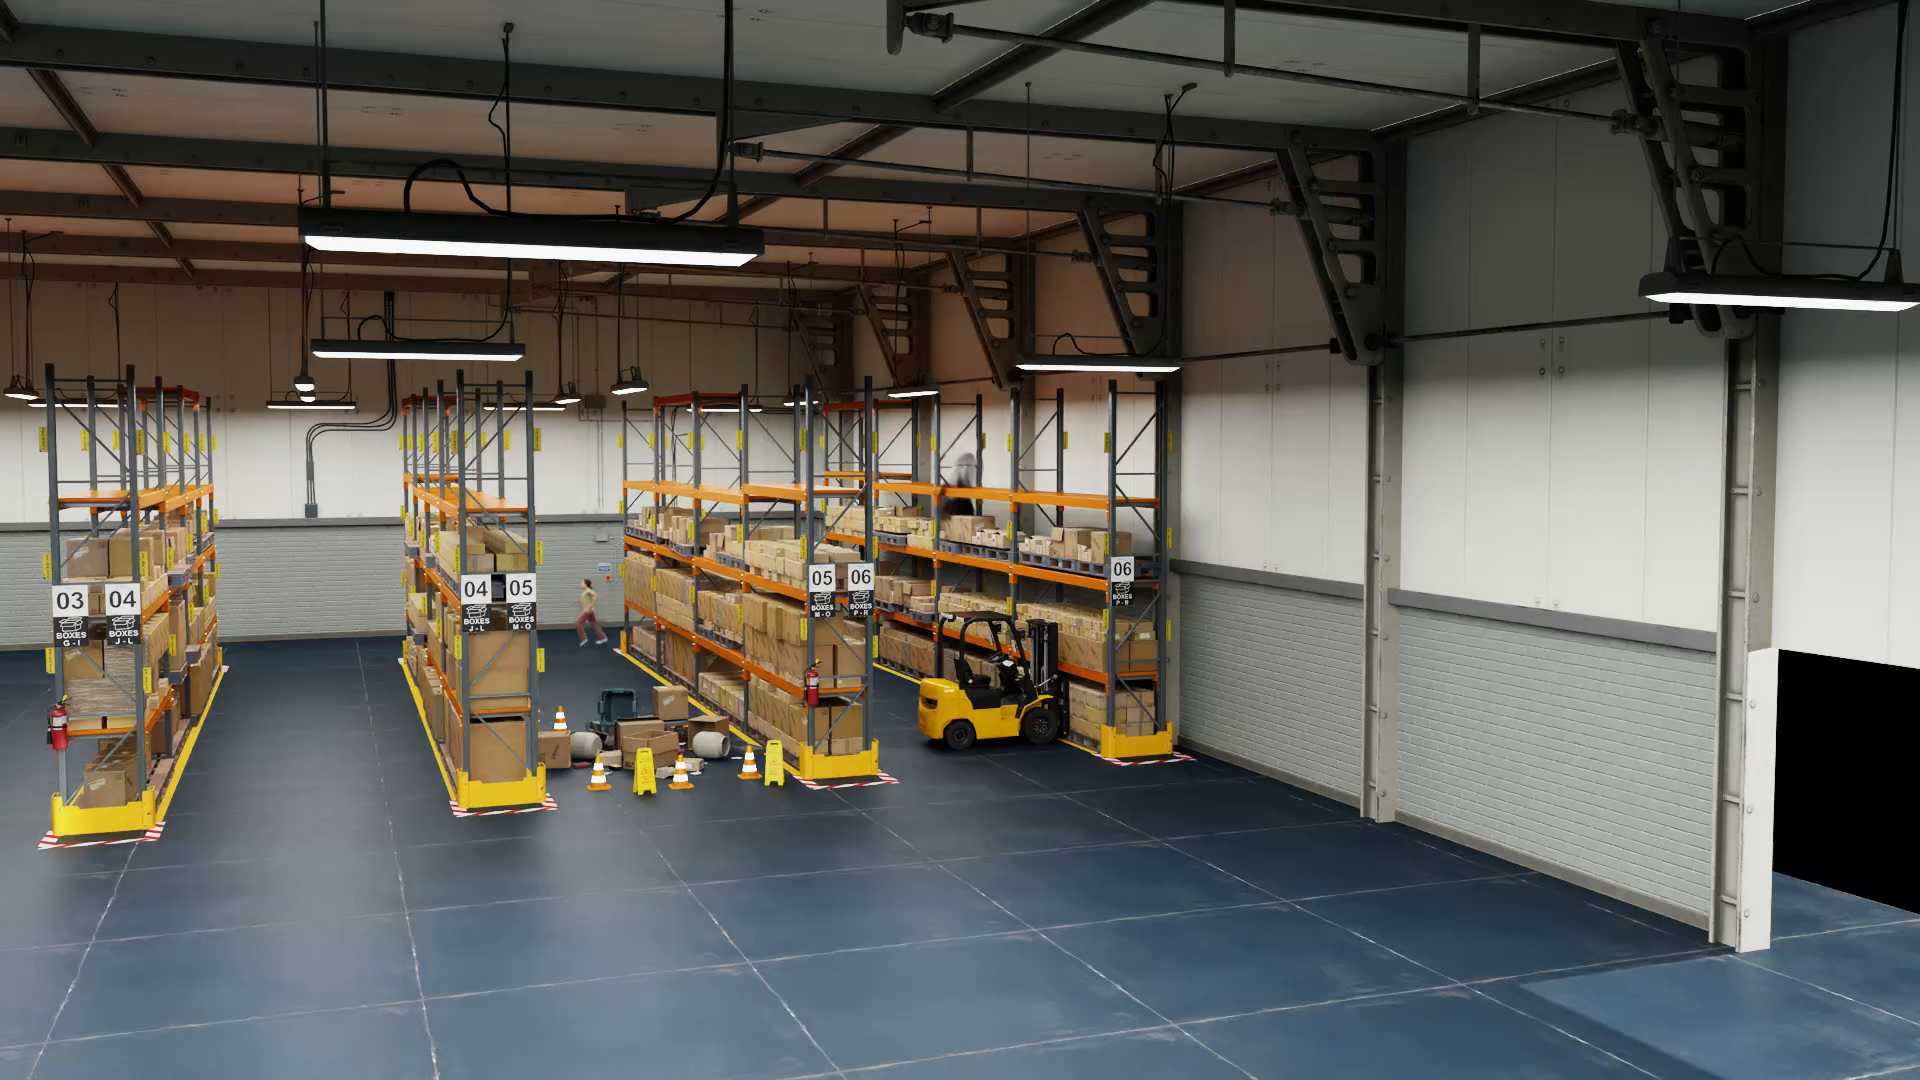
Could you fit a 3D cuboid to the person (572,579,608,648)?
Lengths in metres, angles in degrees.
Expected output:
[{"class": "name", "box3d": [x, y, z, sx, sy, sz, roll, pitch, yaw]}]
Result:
[{"class": "person", "box3d": [-9.054, 1.795, 40.676, 0.854, 1.694, 0.584, -1, 3, -10]}]
